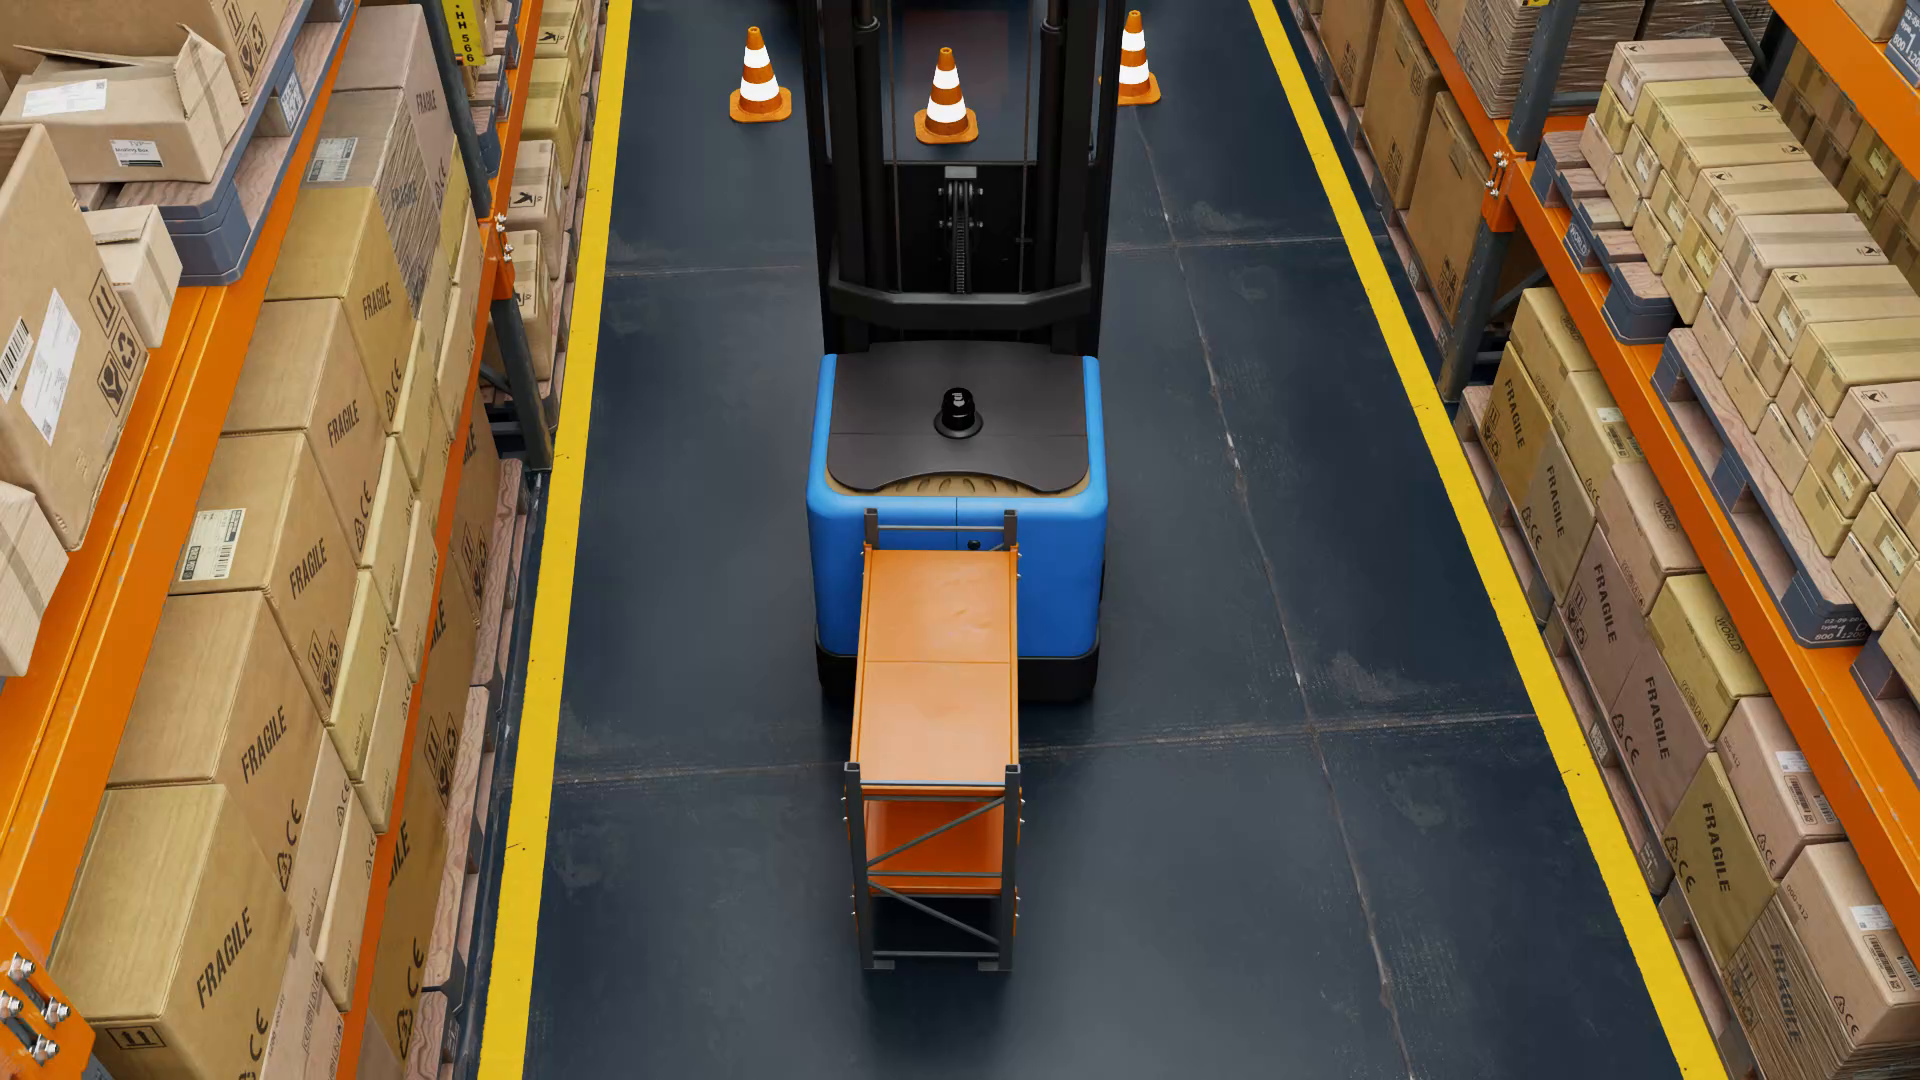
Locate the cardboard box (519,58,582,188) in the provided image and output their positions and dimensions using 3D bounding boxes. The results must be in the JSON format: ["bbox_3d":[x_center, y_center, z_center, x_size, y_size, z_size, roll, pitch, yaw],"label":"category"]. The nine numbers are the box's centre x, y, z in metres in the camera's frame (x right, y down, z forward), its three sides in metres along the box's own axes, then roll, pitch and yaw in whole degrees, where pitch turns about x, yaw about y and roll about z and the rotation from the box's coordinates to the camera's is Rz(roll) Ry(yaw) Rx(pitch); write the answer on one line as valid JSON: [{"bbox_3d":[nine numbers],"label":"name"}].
[{"bbox_3d":[-2.425,-2.072,8.304,0.950,0.372,0.625,-2,47,-2],"label":"cardboard box"}]

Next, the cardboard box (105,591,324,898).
[{"bbox_3d":[-1.746,0.474,3.614,0.500,0.500,0.500,-4,47,-4],"label":"cardboard box"}]

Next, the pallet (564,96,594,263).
[{"bbox_3d":[-2.423,-1.827,8.471,1.003,0.211,1.213,-3,47,-3],"label":"pallet"}]

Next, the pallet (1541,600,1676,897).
[{"bbox_3d":[2.827,0.691,6.086,1.003,0.211,1.213,-3,47,-3],"label":"pallet"}]

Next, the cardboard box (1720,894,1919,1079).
[{"bbox_3d":[2.686,1.375,4.950,0.500,0.500,0.500,-4,47,-4],"label":"cardboard box"}]

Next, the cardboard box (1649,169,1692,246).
[{"bbox_3d":[2.555,-1.123,5.563,0.380,0.149,0.250,-5,47,-5],"label":"cardboard box"}]

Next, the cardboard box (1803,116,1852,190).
[{"bbox_3d":[3.183,-1.351,5.779,0.380,0.149,0.250,-2,47,-2],"label":"cardboard box"}]

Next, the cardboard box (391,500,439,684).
[{"bbox_3d":[-1.804,0.163,4.769,0.500,0.250,0.500,-4,47,-4],"label":"cardboard box"}]

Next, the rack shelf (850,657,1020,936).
[{"bbox_3d":[-0.071,0.832,5.660,0.538,0.278,1.000,1,47,1],"label":"rack shelf"}]

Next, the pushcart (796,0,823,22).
[{"bbox_3d":[-0.327,-3.507,9.948,1.648,0.377,0.936,-19,49,-17],"label":"pushcart"}]

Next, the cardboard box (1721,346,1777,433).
[{"bbox_3d":[2.613,-0.477,5.156,0.380,0.149,0.250,-3,47,-3],"label":"cardboard box"}]

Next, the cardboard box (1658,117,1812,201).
[{"bbox_3d":[2.551,-1.258,5.486,0.380,0.149,0.250,-4,47,-4],"label":"cardboard box"}]

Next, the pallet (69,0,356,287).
[{"bbox_3d":[-2.057,-1.035,3.865,1.003,0.211,1.213,-2,47,-1],"label":"pallet"}]

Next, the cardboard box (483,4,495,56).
[{"bbox_3d":[-2.070,-2.052,6.647,0.380,0.149,0.250,-6,47,-6],"label":"cardboard box"}]

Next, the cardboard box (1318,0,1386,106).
[{"bbox_3d":[2.548,-2.837,8.767,1.050,0.750,0.750,-3,47,-3],"label":"cardboard box"}]

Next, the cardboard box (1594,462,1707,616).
[{"bbox_3d":[2.551,-0.017,5.753,0.500,0.250,0.500,-3,47,-3],"label":"cardboard box"}]

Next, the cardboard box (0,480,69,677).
[{"bbox_3d":[-1.619,0.041,2.519,0.396,0.266,0.258,-4,47,-4],"label":"cardboard box"}]

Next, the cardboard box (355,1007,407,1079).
[{"bbox_3d":[-2.057,1.697,4.388,0.875,0.875,0.875,-2,47,-2],"label":"cardboard box"}]

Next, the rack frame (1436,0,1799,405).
[{"bbox_3d":[2.664,-1.714,6.444,1.000,3.000,0.127,-3,47,-3],"label":"rack frame"}]

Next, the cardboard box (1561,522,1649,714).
[{"bbox_3d":[2.562,0.263,6.003,0.500,0.500,0.500,-5,47,-4],"label":"cardboard box"}]

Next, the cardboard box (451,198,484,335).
[{"bbox_3d":[-1.959,-0.938,5.812,0.500,0.250,0.500,-5,47,-5],"label":"cardboard box"}]

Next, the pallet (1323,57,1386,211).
[{"bbox_3d":[2.574,-2.210,8.835,1.003,0.211,1.213,-3,47,-3],"label":"pallet"}]

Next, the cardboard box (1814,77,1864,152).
[{"bbox_3d":[3.180,-1.468,5.685,0.380,0.149,0.250,-4,47,-4],"label":"cardboard box"}]

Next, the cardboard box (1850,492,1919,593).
[{"bbox_3d":[2.680,-0.012,4.511,0.380,0.149,0.250,-6,47,-5],"label":"cardboard box"}]

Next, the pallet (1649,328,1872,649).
[{"bbox_3d":[2.870,-0.218,5.159,1.003,0.211,1.213,-3,47,-3],"label":"pallet"}]

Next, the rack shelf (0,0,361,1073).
[{"bbox_3d":[-2.093,-0.677,3.891,1.077,0.370,4.000,-3,47,-3],"label":"rack shelf"}]

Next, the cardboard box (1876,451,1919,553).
[{"bbox_3d":[2.688,-0.110,4.399,0.380,0.149,0.250,-5,47,-5],"label":"cardboard box"}]

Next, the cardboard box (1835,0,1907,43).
[{"bbox_3d":[2.542,-1.627,4.227,0.500,0.500,0.500,-3,47,-3],"label":"cardboard box"}]

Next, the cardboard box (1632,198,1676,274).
[{"bbox_3d":[2.546,-1.046,5.695,0.380,0.149,0.250,-1,47,-1],"label":"cardboard box"}]

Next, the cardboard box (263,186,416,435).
[{"bbox_3d":[-1.870,-0.629,4.659,0.500,0.500,0.500,-3,47,-3],"label":"cardboard box"}]

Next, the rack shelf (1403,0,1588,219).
[{"bbox_3d":[2.496,-2.913,8.075,1.077,0.370,4.000,-3,47,-3],"label":"rack shelf"}]

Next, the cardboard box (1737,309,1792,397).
[{"bbox_3d":[2.613,-0.580,5.049,0.380,0.149,0.250,-4,47,-4],"label":"cardboard box"}]

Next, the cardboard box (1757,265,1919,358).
[{"bbox_3d":[2.621,-0.679,4.938,0.380,0.149,0.250,-2,47,-2],"label":"cardboard box"}]

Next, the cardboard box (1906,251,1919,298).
[{"bbox_3d":[3.247,-0.800,5.257,0.380,0.149,0.250,-4,47,-4],"label":"cardboard box"}]

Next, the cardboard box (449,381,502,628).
[{"bbox_3d":[-2.285,-0.249,6.230,0.875,0.875,0.875,-4,47,-4],"label":"cardboard box"}]

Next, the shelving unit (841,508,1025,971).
[{"bbox_3d":[-0.071,0.664,5.483,0.538,1.125,1.048,1,47,1],"label":"shelving unit"}]

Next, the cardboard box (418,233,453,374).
[{"bbox_3d":[-1.920,-0.754,5.294,0.500,0.250,0.500,-5,47,-4],"label":"cardboard box"}]

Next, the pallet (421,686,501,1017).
[{"bbox_3d":[-2.170,1.075,5.723,1.003,0.211,1.213,-3,47,-3],"label":"pallet"}]

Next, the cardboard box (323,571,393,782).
[{"bbox_3d":[-1.769,0.356,4.242,0.500,0.250,0.500,-3,47,-3],"label":"cardboard box"}]

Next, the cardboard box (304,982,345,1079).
[{"bbox_3d":[-1.699,1.272,3.720,0.500,0.250,0.500,-4,47,-4],"label":"cardboard box"}]

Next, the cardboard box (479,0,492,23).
[{"bbox_3d":[-2.118,-2.337,6.471,0.500,0.500,0.500,-1,47,-1],"label":"cardboard box"}]

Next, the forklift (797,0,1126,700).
[{"bbox_3d":[0.008,-1.463,6.253,1.130,2.935,3.031,1,47,0],"label":"forklift"}]

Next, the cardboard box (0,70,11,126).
[{"bbox_3d":[-2.233,-0.900,3.479,0.380,0.166,0.250,0,47,0],"label":"cardboard box"}]

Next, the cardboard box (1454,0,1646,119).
[{"bbox_3d":[2.358,-2.058,6.700,0.500,0.500,0.500,-3,47,-3],"label":"cardboard box"}]

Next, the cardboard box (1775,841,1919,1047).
[{"bbox_3d":[2.684,1.114,4.681,0.500,0.250,0.500,-5,47,-4],"label":"cardboard box"}]

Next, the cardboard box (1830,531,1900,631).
[{"bbox_3d":[2.677,0.096,4.613,0.380,0.149,0.250,-5,47,-5],"label":"cardboard box"}]

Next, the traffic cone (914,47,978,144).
[{"bbox_3d":[-0.076,-2.400,8.841,0.336,0.463,0.334,-3,47,-3],"label":"traffic cone"}]

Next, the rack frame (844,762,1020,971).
[{"bbox_3d":[-0.079,1.033,5.133,0.500,1.125,0.032,1,47,1],"label":"rack frame"}]
